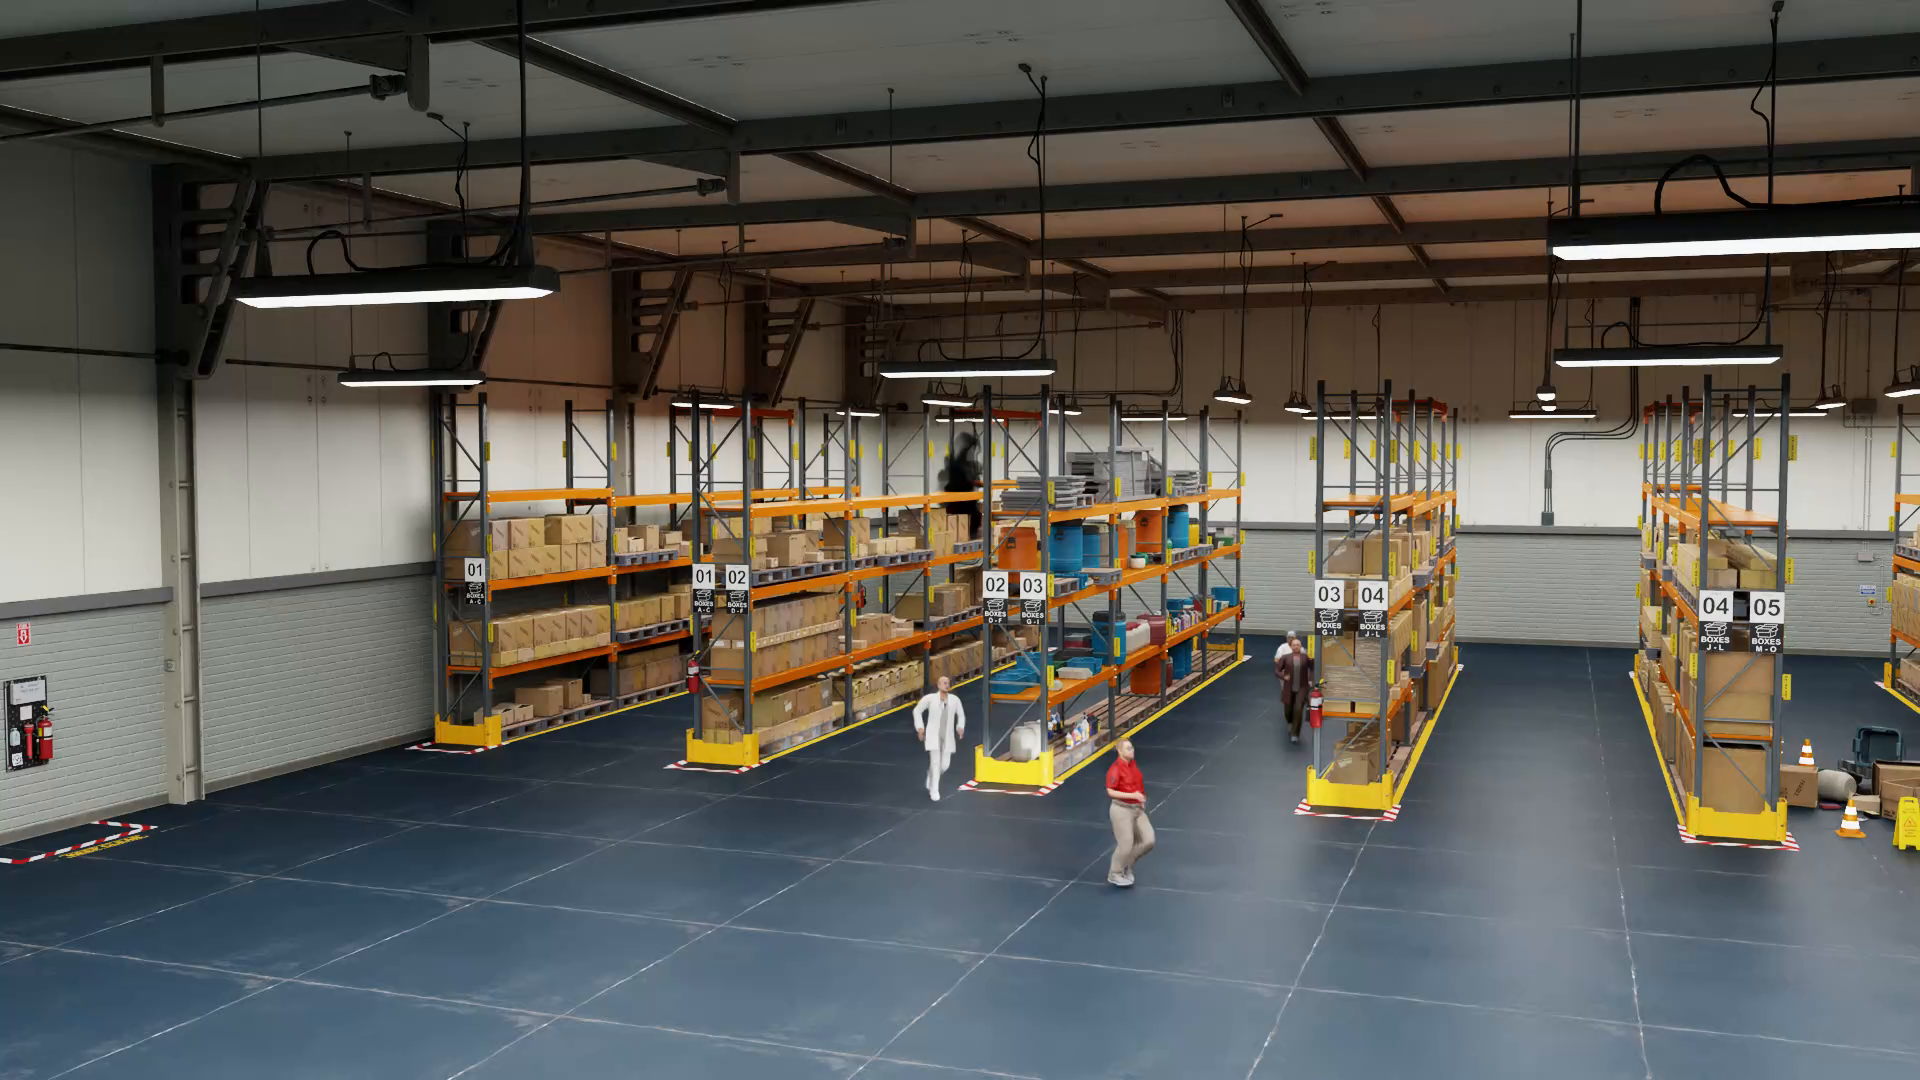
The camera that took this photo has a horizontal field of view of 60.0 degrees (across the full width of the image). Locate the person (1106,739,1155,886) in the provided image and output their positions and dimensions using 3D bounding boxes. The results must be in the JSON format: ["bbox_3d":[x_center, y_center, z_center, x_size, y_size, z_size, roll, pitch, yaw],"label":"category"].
[{"bbox_3d":[1.978,3.139,19.046,0.612,1.707,0.648,3,4,42],"label":"person"}]

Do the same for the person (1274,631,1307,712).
[{"bbox_3d":[6.129,2.507,30.800,0.612,1.653,0.894,1,3,12],"label":"person"}]

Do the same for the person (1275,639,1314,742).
[{"bbox_3d":[5.812,2.587,28.808,0.718,1.746,0.833,1,3,12],"label":"person"}]

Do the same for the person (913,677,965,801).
[{"bbox_3d":[-0.282,2.866,24.170,0.770,1.737,0.688,-1,3,-14],"label":"person"}]
